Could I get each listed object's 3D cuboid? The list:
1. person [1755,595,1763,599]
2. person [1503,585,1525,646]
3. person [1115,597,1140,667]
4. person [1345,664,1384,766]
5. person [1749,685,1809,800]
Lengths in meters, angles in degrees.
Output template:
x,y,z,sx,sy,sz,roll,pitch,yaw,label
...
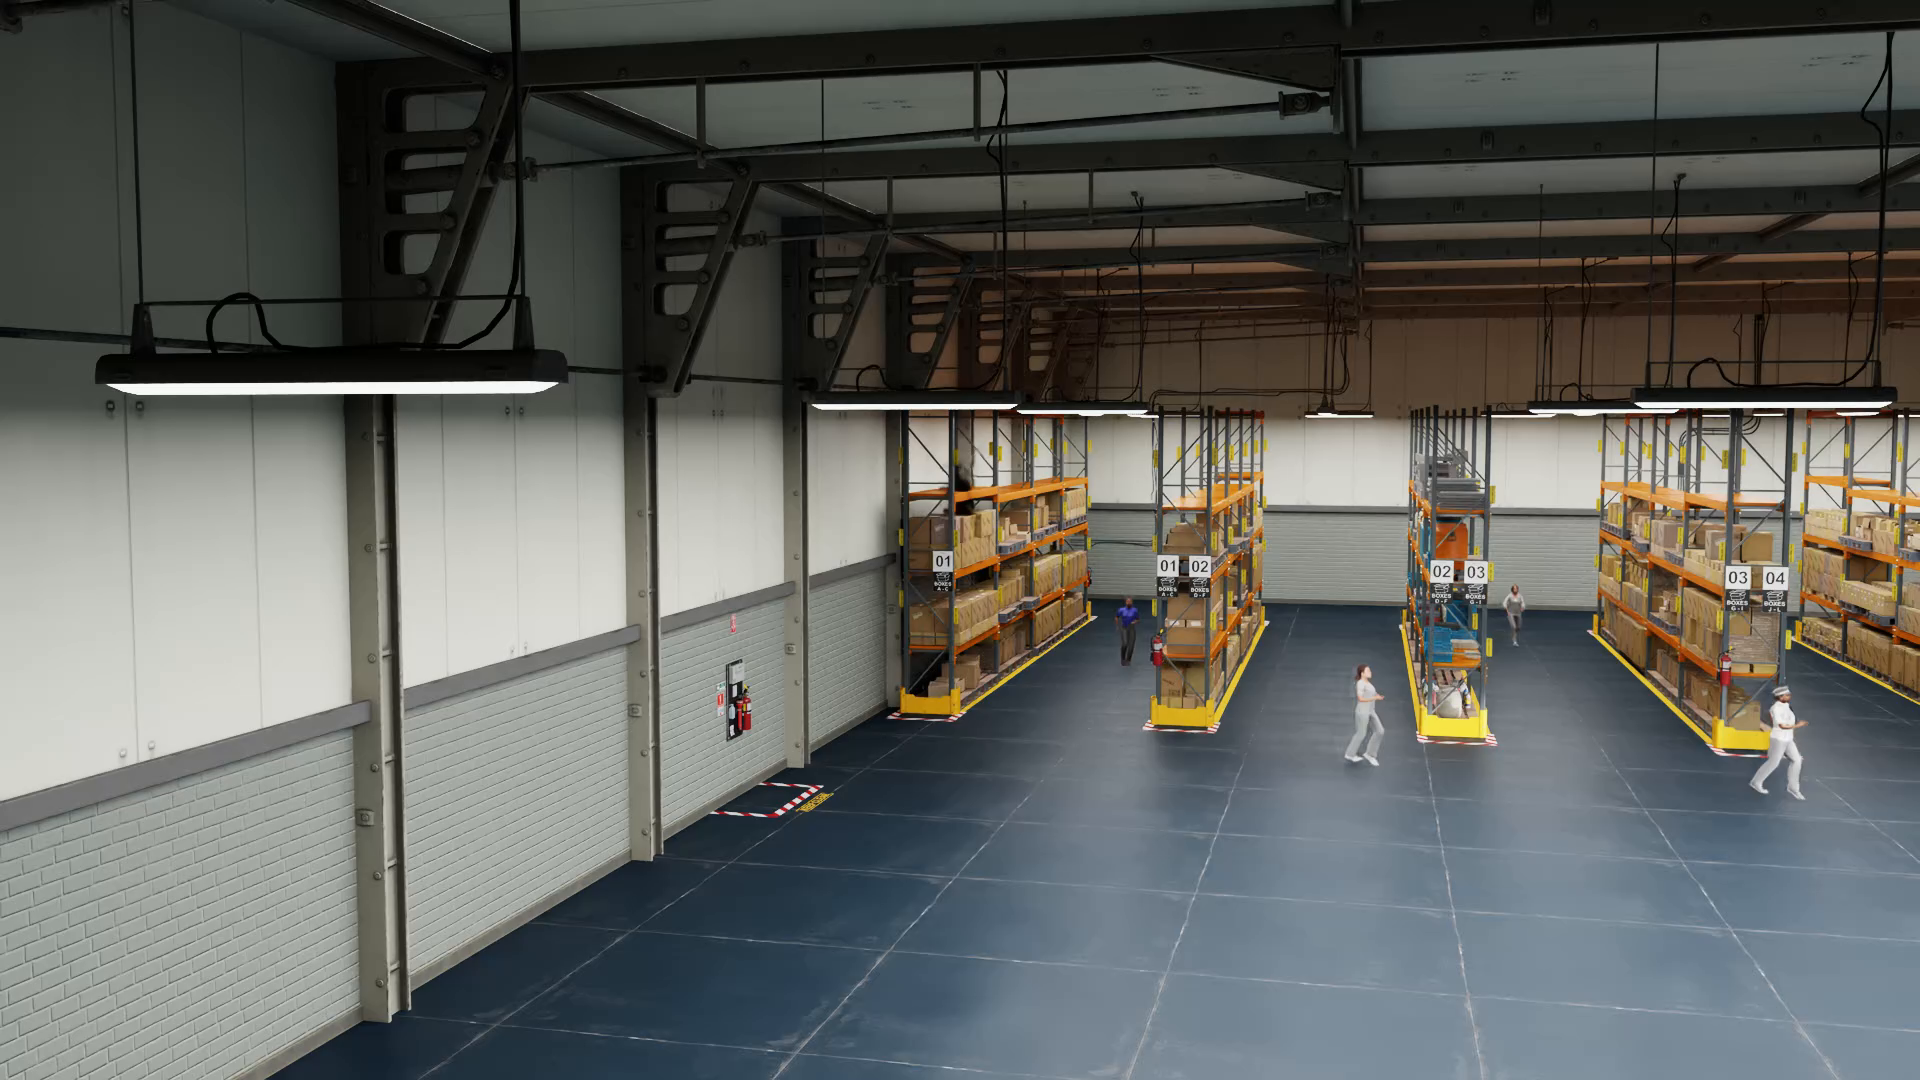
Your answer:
x,y,z,sx,sy,sz,roll,pitch,yaw,label
21.214,1.719,44.012,0.853,1.716,0.695,-2,4,-21,person
14.088,1.910,42.333,0.500,1.556,0.602,1,4,7,person
3.897,2.131,38.581,0.550,1.626,0.646,0,4,-3,person
6.735,2.911,27.608,0.689,1.714,0.544,3,5,39,person
12.441,3.070,25.238,0.781,1.757,0.560,4,5,41,person
